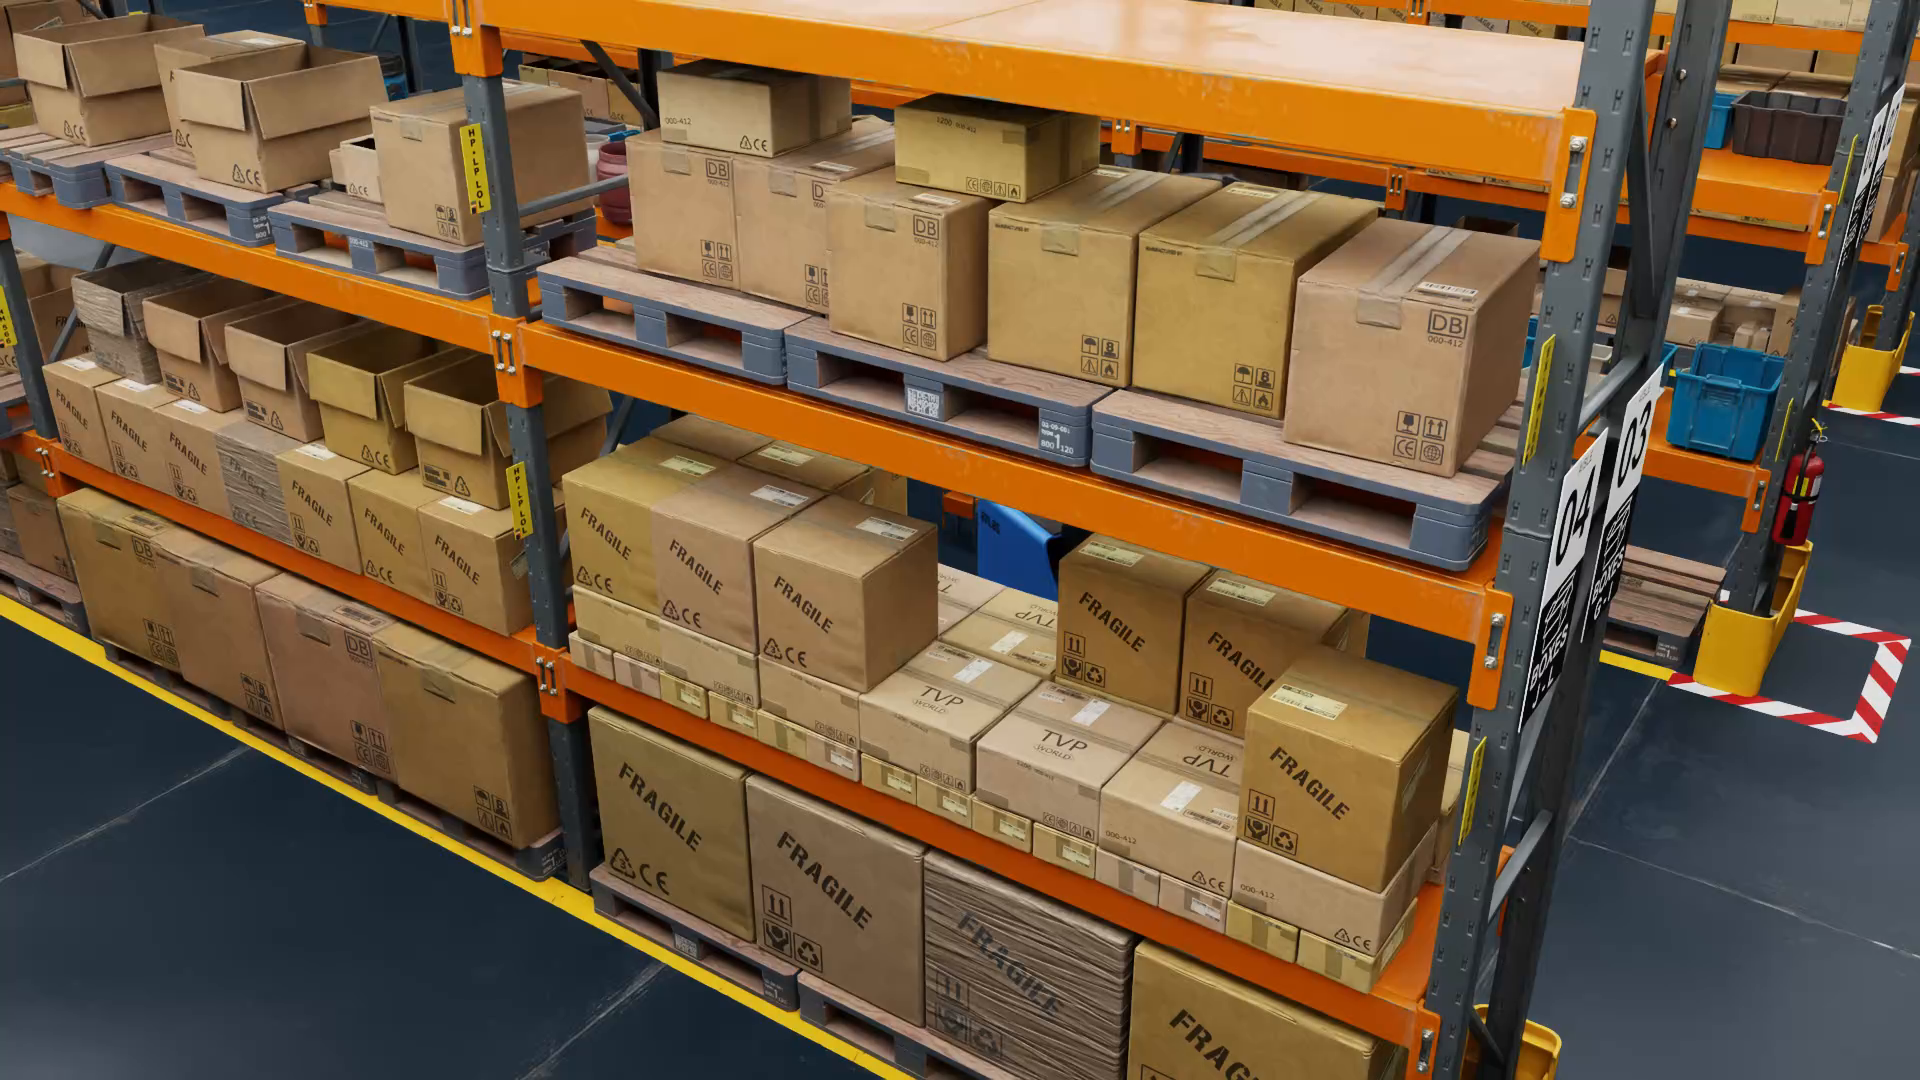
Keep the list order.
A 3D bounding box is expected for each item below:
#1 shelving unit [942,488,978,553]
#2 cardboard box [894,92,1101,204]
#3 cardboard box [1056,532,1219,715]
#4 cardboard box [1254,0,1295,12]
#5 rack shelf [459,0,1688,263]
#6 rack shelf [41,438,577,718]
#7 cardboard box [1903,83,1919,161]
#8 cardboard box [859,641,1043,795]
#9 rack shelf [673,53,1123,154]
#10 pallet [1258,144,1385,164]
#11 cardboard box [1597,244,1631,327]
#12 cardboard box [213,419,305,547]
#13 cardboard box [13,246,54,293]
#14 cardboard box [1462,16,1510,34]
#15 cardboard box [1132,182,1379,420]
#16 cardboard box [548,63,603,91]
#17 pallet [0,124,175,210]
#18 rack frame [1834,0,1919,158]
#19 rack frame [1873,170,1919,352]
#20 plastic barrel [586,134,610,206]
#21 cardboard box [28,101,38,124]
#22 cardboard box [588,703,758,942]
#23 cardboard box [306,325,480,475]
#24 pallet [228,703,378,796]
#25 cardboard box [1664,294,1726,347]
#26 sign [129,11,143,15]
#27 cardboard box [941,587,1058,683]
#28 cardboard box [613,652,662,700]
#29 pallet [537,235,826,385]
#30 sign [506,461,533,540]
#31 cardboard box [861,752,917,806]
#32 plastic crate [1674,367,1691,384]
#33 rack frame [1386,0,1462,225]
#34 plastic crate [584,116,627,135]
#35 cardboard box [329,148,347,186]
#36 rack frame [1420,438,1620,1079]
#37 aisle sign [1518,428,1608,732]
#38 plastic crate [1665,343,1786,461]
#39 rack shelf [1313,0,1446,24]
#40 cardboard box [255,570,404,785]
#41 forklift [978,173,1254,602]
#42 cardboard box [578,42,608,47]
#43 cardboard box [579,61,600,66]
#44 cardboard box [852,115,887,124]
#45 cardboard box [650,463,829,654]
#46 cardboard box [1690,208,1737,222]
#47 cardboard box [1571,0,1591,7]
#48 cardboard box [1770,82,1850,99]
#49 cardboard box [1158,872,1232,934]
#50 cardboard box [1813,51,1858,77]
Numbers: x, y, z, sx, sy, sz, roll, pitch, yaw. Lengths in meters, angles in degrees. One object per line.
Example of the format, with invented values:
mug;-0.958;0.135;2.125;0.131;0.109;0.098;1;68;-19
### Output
shelving unit;0.044;-0.454;10.759;0.252;1.050;0.215;17;32;30
cardboard box;0.128;-1.328;5.508;0.500;0.250;0.500;16;31;29
cardboard box;0.702;0.259;6.219;0.500;0.500;0.500;16;31;29
cardboard box;3.862;-6.433;19.898;0.500;0.500;0.500;18;32;32
rack shelf;0.139;-1.546;5.375;4.000;0.370;1.077;17;32;30
rack shelf;-3.158;-0.078;8.663;4.000;0.370;1.077;17;32;30
cardboard box;7.183;-3.263;12.916;0.500;0.500;0.500;18;32;32
cardboard box;-0.031;0.658;6.261;0.500;0.250;0.500;17;32;30
rack shelf;-0.354;-3.266;11.621;4.000;0.370;1.077;17;32;30
pallet;3.506;-3.748;15.293;1.213;0.211;1.003;17;32;30
cardboard box;5.654;-2.191;14.289;0.637;0.503;0.797;17;32;30
cardboard box;-3.298;-0.339;8.273;0.500;0.500;0.500;17;32;30
cardboard box;-5.791;-1.373;9.842;0.500;0.500;0.700;23;35;37
cardboard box;5.955;-5.778;18.611;0.500;0.500;0.500;18;32;31
cardboard box;0.933;-0.774;5.247;0.500;0.500;0.700;16;31;29
cardboard box;-4.640;-5.493;20.252;0.500;0.500;0.500;17;32;30
pallet;-4.246;-2.019;8.586;1.003;0.211;1.213;19;33;33
rack frame;4.592;-3.383;7.750;0.127;3.000;1.000;17;32;30
rack frame;7.400;-2.560;12.748;0.127;3.000;1.000;17;32;30
plastic barrel;-2.971;-2.998;13.484;0.421;0.512;0.421;0;27;0
cardboard box;-5.050;-2.398;9.287;0.500;0.250;0.500;18;32;31
cardboard box;-1.011;1.074;7.486;0.875;0.875;0.875;17;32;30
cardboard box;-2.600;-0.718;7.912;0.637;0.503;0.797;18;32;31
pallet;-3.198;0.875;9.072;1.213;0.211;1.003;17;32;30
cardboard box;6.046;-1.834;13.867;0.500;0.250;0.500;17;32;30
sign;-4.485;-2.720;9.097;0.005;0.325;0.100;17;32;30
cardboard box;0.268;0.459;6.653;0.500;0.250;0.500;17;31;29
cardboard box;-1.237;0.495;7.022;0.250;0.149;0.380;16;31;29
pallet;-0.841;-0.968;6.410;1.213;0.211;1.003;17;32;30
sign;-1.809;-0.160;6.843;0.005;0.325;0.100;17;32;30
cardboard box;-0.168;0.827;6.369;0.250;0.149;0.380;16;31;29
plastic crate;4.357;-0.919;9.746;0.298;0.136;0.250;17;32;30
rack frame;4.102;-3.588;14.766;0.127;3.000;1.000;17;32;30
plastic crate;-3.161;-3.322;14.173;0.583;0.464;0.402;17;32;30
cardboard box;-2.652;-1.735;7.634;0.250;0.149;0.380;16;31;28
rack frame;1.788;1.142;5.472;0.127;3.000;1.000;17;32;30
aisle sign;1.677;0.114;4.626;0.004;0.787;0.394;17;32;30
plastic crate;4.210;-0.768;9.121;0.499;0.435;0.616;17;32;30
rack shelf;2.454;-5.117;15.258;4.000;0.370;1.077;17;32;30
cardboard box;-2.785;0.489;8.636;0.875;0.875;1.225;16;31;29
forklift;1.224;-0.180;8.146;1.130;2.935;3.031;-14;30;-25
cardboard box;-4.134;-6.192;19.775;0.500;0.500;0.700;18;32;32
cardboard box;-4.346;-5.687;20.634;0.500;0.500;0.500;17;32;30
cardboard box;-1.153;-4.596;18.699;0.500;0.311;0.500;17;32;30
cardboard box;-0.858;0.063;6.604;0.500;0.500;0.500;17;32;30
cardboard box;6.039;-2.880;13.266;0.500;0.500;0.500;18;32;31
cardboard box;5.184;-4.381;13.184;0.500;0.250;0.500;17;32;30
cardboard box;6.460;-3.191;12.775;0.500;0.500;0.500;18;32;32
cardboard box;0.885;1.155;5.725;0.250;0.149;0.380;17;32;30
cardboard box;9.169;-4.857;16.930;0.700;0.700;0.980;17;32;30
